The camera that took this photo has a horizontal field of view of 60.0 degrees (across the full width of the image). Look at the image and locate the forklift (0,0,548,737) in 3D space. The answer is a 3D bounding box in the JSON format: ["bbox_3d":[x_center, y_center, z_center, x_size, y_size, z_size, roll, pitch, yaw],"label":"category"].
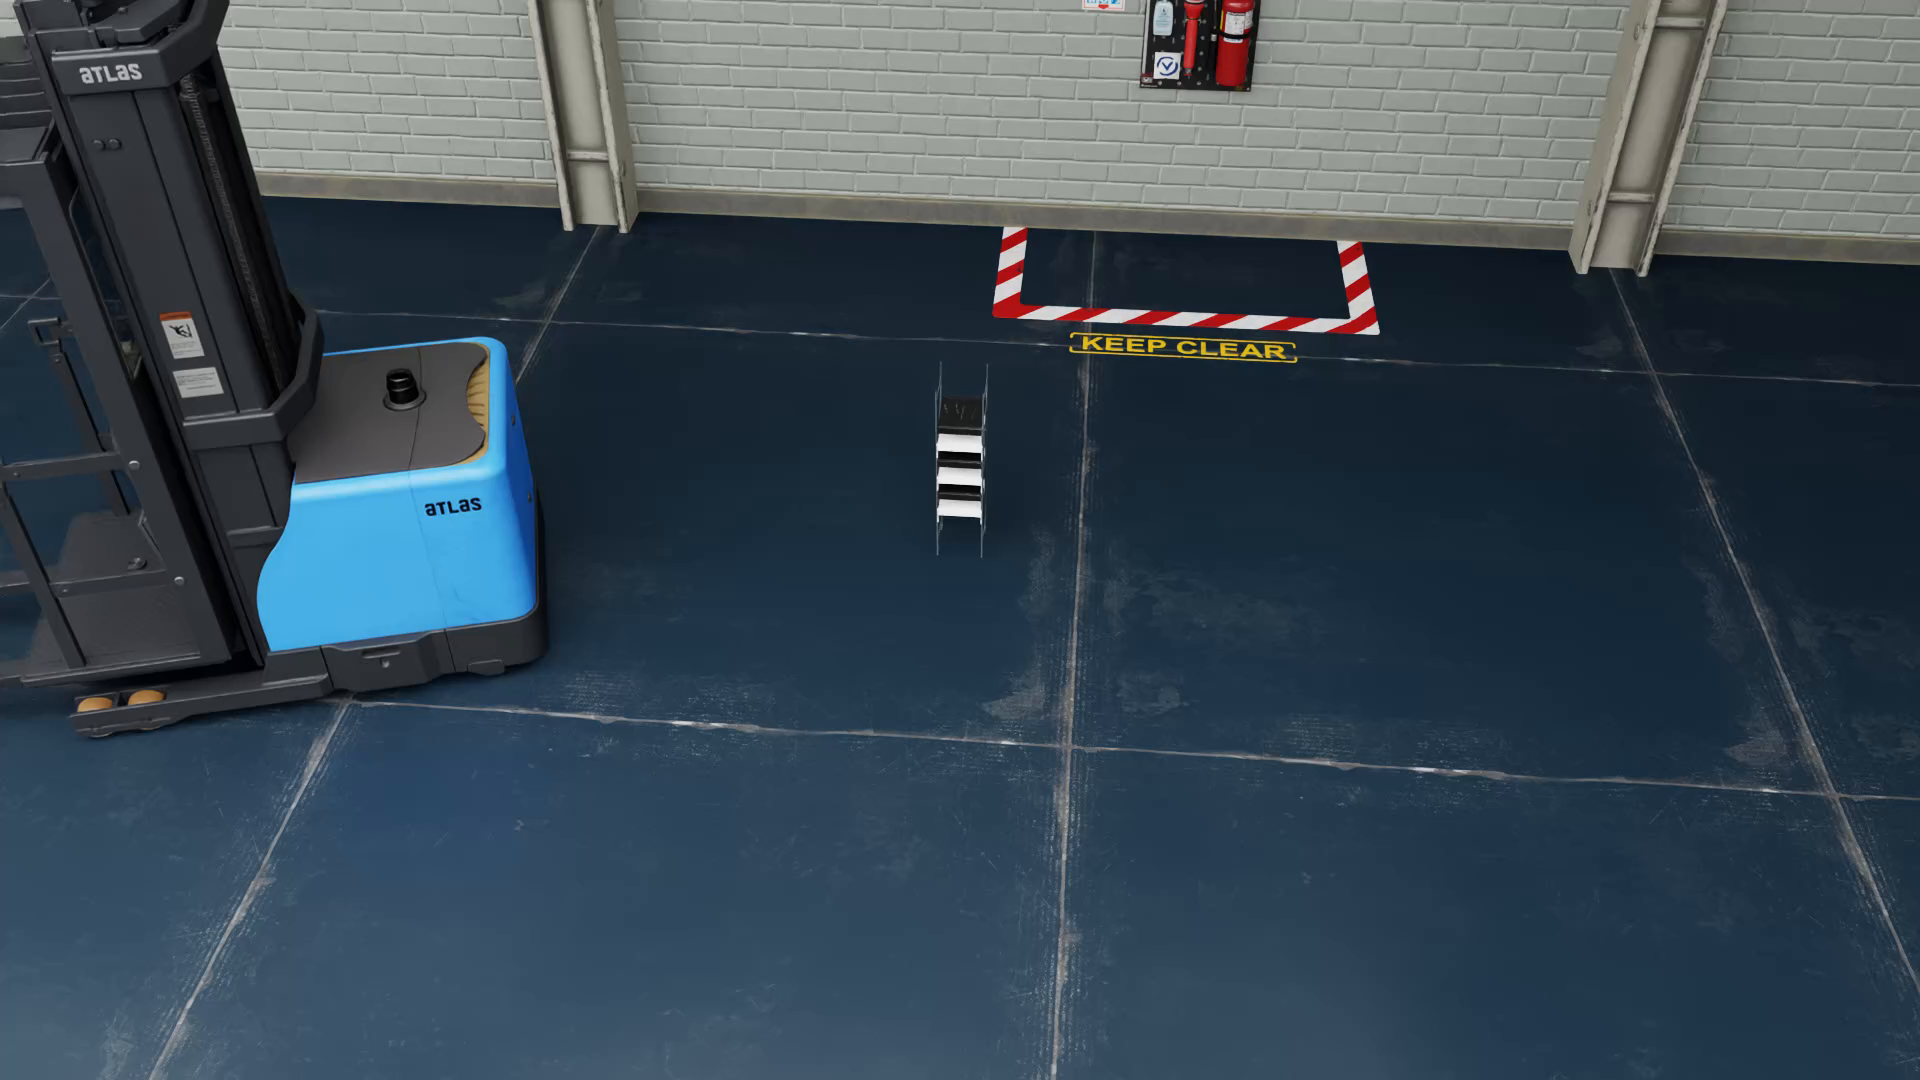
[{"bbox_3d":[-3.326,-0.701,6.290,3.031,2.935,1.130,-8,40,-9],"label":"forklift"}]

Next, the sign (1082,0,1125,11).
[{"bbox_3d":[0.793,-3.063,9.109,0.234,0.329,0.001,3,39,4],"label":"sign"}]

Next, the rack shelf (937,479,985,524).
[{"bbox_3d":[0.008,-0.183,7.600,0.200,0.077,0.258,3,39,4],"label":"rack shelf"}]

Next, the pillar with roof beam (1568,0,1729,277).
[{"bbox_3d":[3.422,-2.415,3.588,0.400,9.000,9.100,3,39,4],"label":"pillar with roof beam"}]

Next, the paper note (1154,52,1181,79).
[{"bbox_3d":[1.165,-2.666,9.346,0.142,0.148,0.016,3,39,4],"label":"paper note"}]

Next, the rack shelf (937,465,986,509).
[{"bbox_3d":[0.008,-0.253,7.543,0.200,0.077,0.258,3,39,4],"label":"rack shelf"}]

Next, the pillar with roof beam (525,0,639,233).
[{"bbox_3d":[-2.555,-2.742,3.990,0.400,9.000,9.100,3,39,4],"label":"pillar with roof beam"}]

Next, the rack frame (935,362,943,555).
[{"bbox_3d":[-0.093,-0.354,7.472,0.006,0.900,0.240,3,39,4],"label":"rack frame"}]

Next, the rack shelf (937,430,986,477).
[{"bbox_3d":[0.008,-0.393,7.430,0.200,0.077,0.258,3,39,4],"label":"rack shelf"}]

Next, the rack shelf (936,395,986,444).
[{"bbox_3d":[0.008,-0.532,7.316,0.200,0.077,0.258,3,39,4],"label":"rack shelf"}]

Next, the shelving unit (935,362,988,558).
[{"bbox_3d":[0.008,-0.349,7.465,0.210,0.900,0.258,3,39,4],"label":"shelving unit"}]

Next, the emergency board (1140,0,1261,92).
[{"bbox_3d":[1.335,-2.954,9.003,0.643,1.169,0.194,3,39,4],"label":"emergency board"}]

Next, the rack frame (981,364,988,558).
[{"bbox_3d":[0.109,-0.343,7.459,0.006,0.900,0.240,3,39,4],"label":"rack frame"}]

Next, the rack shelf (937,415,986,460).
[{"bbox_3d":[0.008,-0.462,7.373,0.200,0.077,0.258,3,39,4],"label":"rack shelf"}]

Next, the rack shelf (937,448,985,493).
[{"bbox_3d":[0.008,-0.323,7.486,0.200,0.077,0.258,3,39,4],"label":"rack shelf"}]
